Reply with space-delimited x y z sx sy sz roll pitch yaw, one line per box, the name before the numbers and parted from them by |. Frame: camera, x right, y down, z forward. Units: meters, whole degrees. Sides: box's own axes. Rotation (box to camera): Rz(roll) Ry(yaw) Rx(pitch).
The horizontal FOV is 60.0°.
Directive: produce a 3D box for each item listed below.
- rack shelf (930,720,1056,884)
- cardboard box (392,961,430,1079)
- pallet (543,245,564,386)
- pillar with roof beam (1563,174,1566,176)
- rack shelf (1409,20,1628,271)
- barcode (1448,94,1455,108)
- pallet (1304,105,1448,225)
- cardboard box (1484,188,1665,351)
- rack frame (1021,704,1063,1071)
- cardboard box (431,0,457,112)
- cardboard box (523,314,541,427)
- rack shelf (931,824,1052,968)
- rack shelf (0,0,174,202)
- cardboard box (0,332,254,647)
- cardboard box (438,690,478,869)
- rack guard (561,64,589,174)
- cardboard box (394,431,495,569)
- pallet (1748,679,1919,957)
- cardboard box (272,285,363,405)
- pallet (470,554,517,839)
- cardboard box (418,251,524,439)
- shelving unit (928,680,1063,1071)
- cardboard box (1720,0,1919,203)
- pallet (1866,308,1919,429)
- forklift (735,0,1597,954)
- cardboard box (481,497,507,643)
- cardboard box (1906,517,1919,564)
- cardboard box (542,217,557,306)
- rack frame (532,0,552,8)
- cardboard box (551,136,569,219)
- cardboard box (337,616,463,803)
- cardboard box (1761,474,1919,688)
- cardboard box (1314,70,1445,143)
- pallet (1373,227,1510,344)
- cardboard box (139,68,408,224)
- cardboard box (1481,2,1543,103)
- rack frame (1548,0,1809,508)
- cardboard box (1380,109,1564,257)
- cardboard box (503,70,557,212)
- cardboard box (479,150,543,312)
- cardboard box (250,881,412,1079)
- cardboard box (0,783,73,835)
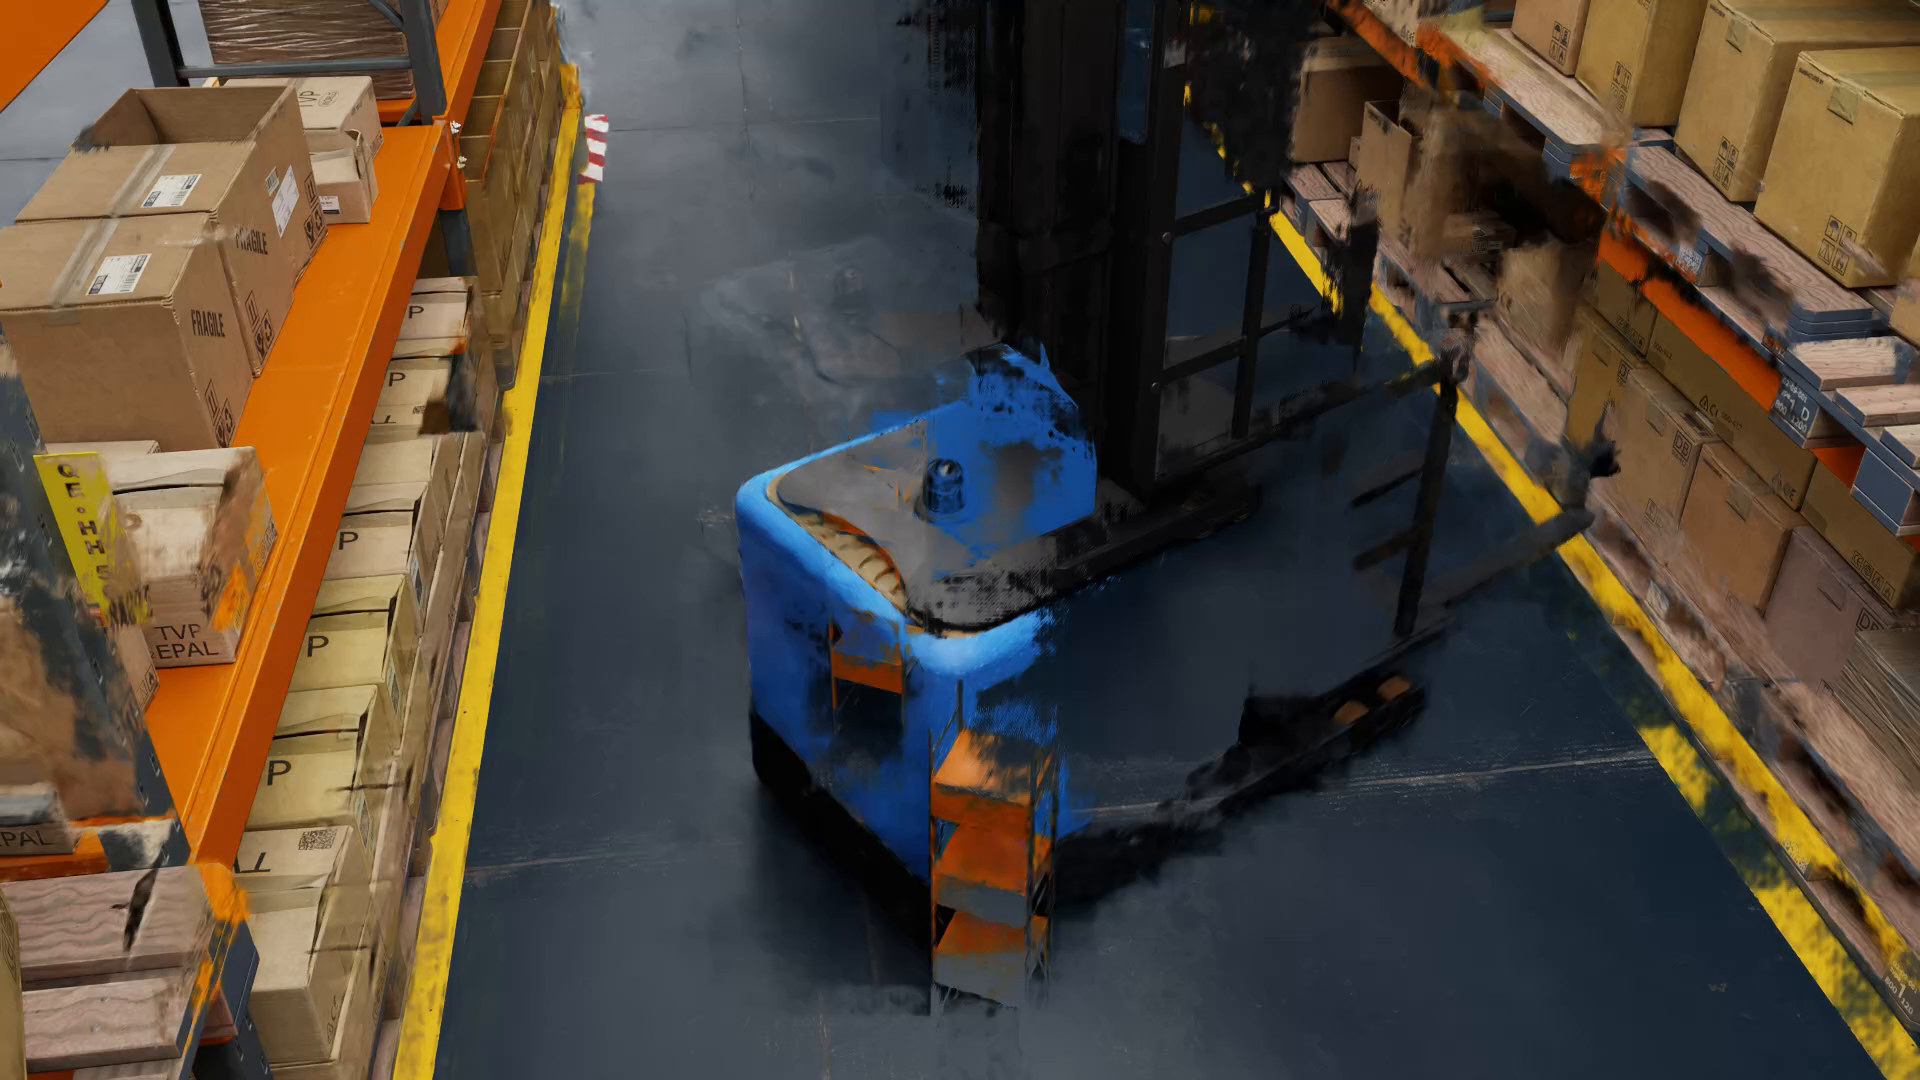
rack shelf | -0.244 -0.068 4.932 0.240 0.259 0.215 12 36 17
cardboard box | -1.826 0.574 4.813 0.500 0.250 0.500 -5 35 -8
pallet | -2.673 -1.713 8.577 1.003 0.211 1.213 -4 35 -6
pillar with roof beam | -1.384 -6.174 7.318 9.100 9.000 0.400 -4 35 -6
rack shelf | 2.199 -2.932 8.528 1.077 0.370 4.000 -4 35 -6
barcode | 2.333 -3.047 10.047 0.001 0.075 0.075 -4 35 -6
pallet | 2.015 -2.695 10.017 1.003 0.211 1.213 -4 35 -6
cardboard box | 2.289 -1.839 8.113 0.500 0.500 0.500 -7 35 -10
rack frame | -0.129 0.183 5.050 0.008 1.050 0.200 12 36 17
cardboard box | -2.647 -2.599 7.311 0.700 0.500 0.500 -4 34 -6
cardboard box | -2.264 -1.335 7.614 0.500 0.250 0.500 -4 35 -6
rack shelf | -0.244 0.167 5.092 0.240 0.259 0.215 12 36 17
rack shelf | -2.171 -1.562 3.854 1.077 0.370 4.000 -4 35 -6
cardboard box | -2.215 -0.774 4.634 0.500 0.500 0.500 -4 35 -6
cardboard box | -1.962 0.004 5.650 0.500 0.250 0.500 -4 34 -5
rack guard | -2.981 -2.949 10.133 1.175 0.500 0.348 -4 35 -6
cardboard box | -2.102 -0.801 6.333 0.500 0.311 0.500 -4 35 -6
pallet | 2.742 0.155 5.835 1.003 0.211 1.213 -4 35 -6
cardboard box | -2.140 -1.204 5.473 0.396 0.266 0.258 -5 35 -8
pallet | -2.302 -0.176 6.321 1.003 0.211 1.213 -4 35 -6
cardboard box | -2.192 -1.366 6.994 0.500 0.500 0.500 -4 35 -6
shelving unit | -0.244 0.158 5.086 0.252 1.050 0.215 12 36 17
cardboard box | 2.503 -2.050 6.115 0.700 0.500 0.500 -4 35 -6
pallet | 2.699 -0.904 5.083 1.003 0.211 1.213 -4 35 -6
forklift | 0.534 -1.435 5.752 3.031 2.935 1.130 -23 40 -30
cardboard box | -2.097 -0.564 6.483 0.500 0.250 0.500 -5 35 -7
cardboard box | 2.720 -0.627 5.670 0.500 0.250 0.500 -5 35 -8
cardboard box | -2.400 -1.893 8.432 0.500 0.250 0.500 -4 35 -6
rack frame | -2.978 -3.968 9.410 1.000 3.000 0.127 -4 35 -6
cardboard box | -2.534 -2.451 9.251 0.500 0.250 0.500 -4 35 -6
cardboard box | -1.961 -0.233 5.498 0.500 0.311 0.500 -4 35 -7
cardboard box | 2.703 -0.568 6.249 0.700 0.500 0.500 -5 35 -7
cardboard box | 1.934 -3.023 10.020 0.500 0.311 0.500 -8 35 -12
pallet | 2.175 -2.016 9.020 1.003 0.211 1.213 -4 35 -6
cardboard box | -2.506 -2.025 6.469 0.700 0.500 0.500 -5 35 -8
cardboard box | 2.045 -2.580 7.487 0.500 0.250 0.500 -4 35 -6
rack frame | 2.468 -2.114 6.688 1.000 3.000 0.127 -4 35 -6
cardboard box | 2.060 -2.370 8.894 0.700 0.500 0.500 -6 35 -9
cardboard box | -2.462 -2.482 8.631 0.500 0.500 0.500 -4 35 -6
cardboard box | -2.327 -1.924 7.812 0.500 0.500 0.500 -4 35 -6
cardboard box | -1.827 0.335 4.666 0.500 0.311 0.500 -5 35 -8
cardboard box | -2.129 -0.108 3.968 0.380 0.149 0.250 -2 34 -3
